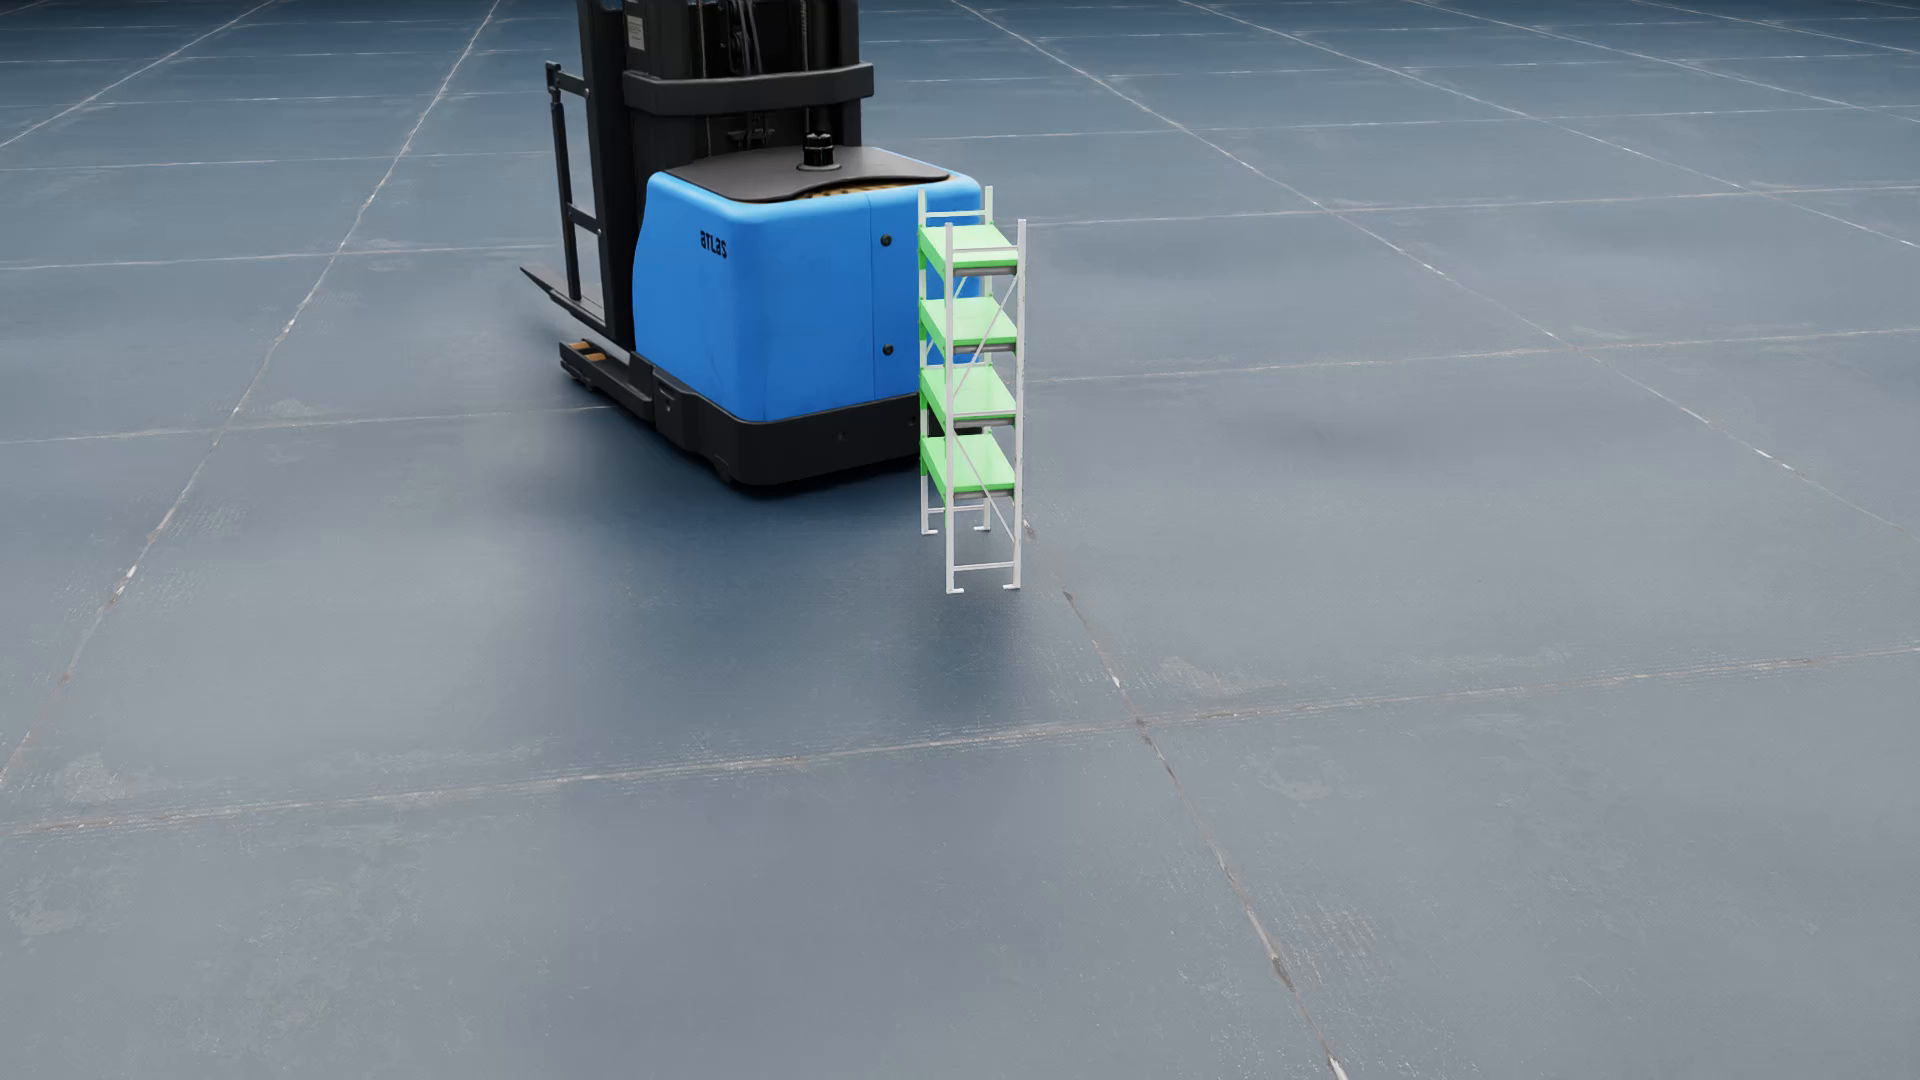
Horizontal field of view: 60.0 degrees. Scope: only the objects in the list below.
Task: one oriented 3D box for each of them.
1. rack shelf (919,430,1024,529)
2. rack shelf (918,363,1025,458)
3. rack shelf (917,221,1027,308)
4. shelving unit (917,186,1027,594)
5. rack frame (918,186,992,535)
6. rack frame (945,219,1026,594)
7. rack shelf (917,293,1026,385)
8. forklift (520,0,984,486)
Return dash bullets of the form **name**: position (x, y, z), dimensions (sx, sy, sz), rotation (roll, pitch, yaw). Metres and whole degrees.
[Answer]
- **rack shelf**: position (0.031, -0.206, 5.482), dimensions (0.258, 0.148, 0.480), rotation (-4, 24, -10)
- **rack shelf**: position (0.031, -0.426, 5.386), dimensions (0.258, 0.148, 0.480), rotation (-4, 24, -10)
- **rack shelf**: position (0.031, -0.866, 5.194), dimensions (0.258, 0.148, 0.480), rotation (-4, 24, -10)
- **shelving unit**: position (0.031, -0.485, 5.361), dimensions (0.258, 1.200, 0.503), rotation (-4, 24, -10)
- **rack frame**: position (-0.015, -0.581, 5.581), dimensions (0.240, 1.200, 0.015), rotation (-4, 24, -10)
- **rack frame**: position (0.076, -0.389, 5.141), dimensions (0.240, 1.200, 0.015), rotation (-4, 24, -10)
- **rack shelf**: position (0.031, -0.646, 5.290), dimensions (0.258, 0.148, 0.480), rotation (-4, 24, -10)
- **forklift**: position (-1.119, -2.081, 6.852), dimensions (1.130, 2.935, 3.031), rotation (-14, 27, -29)
